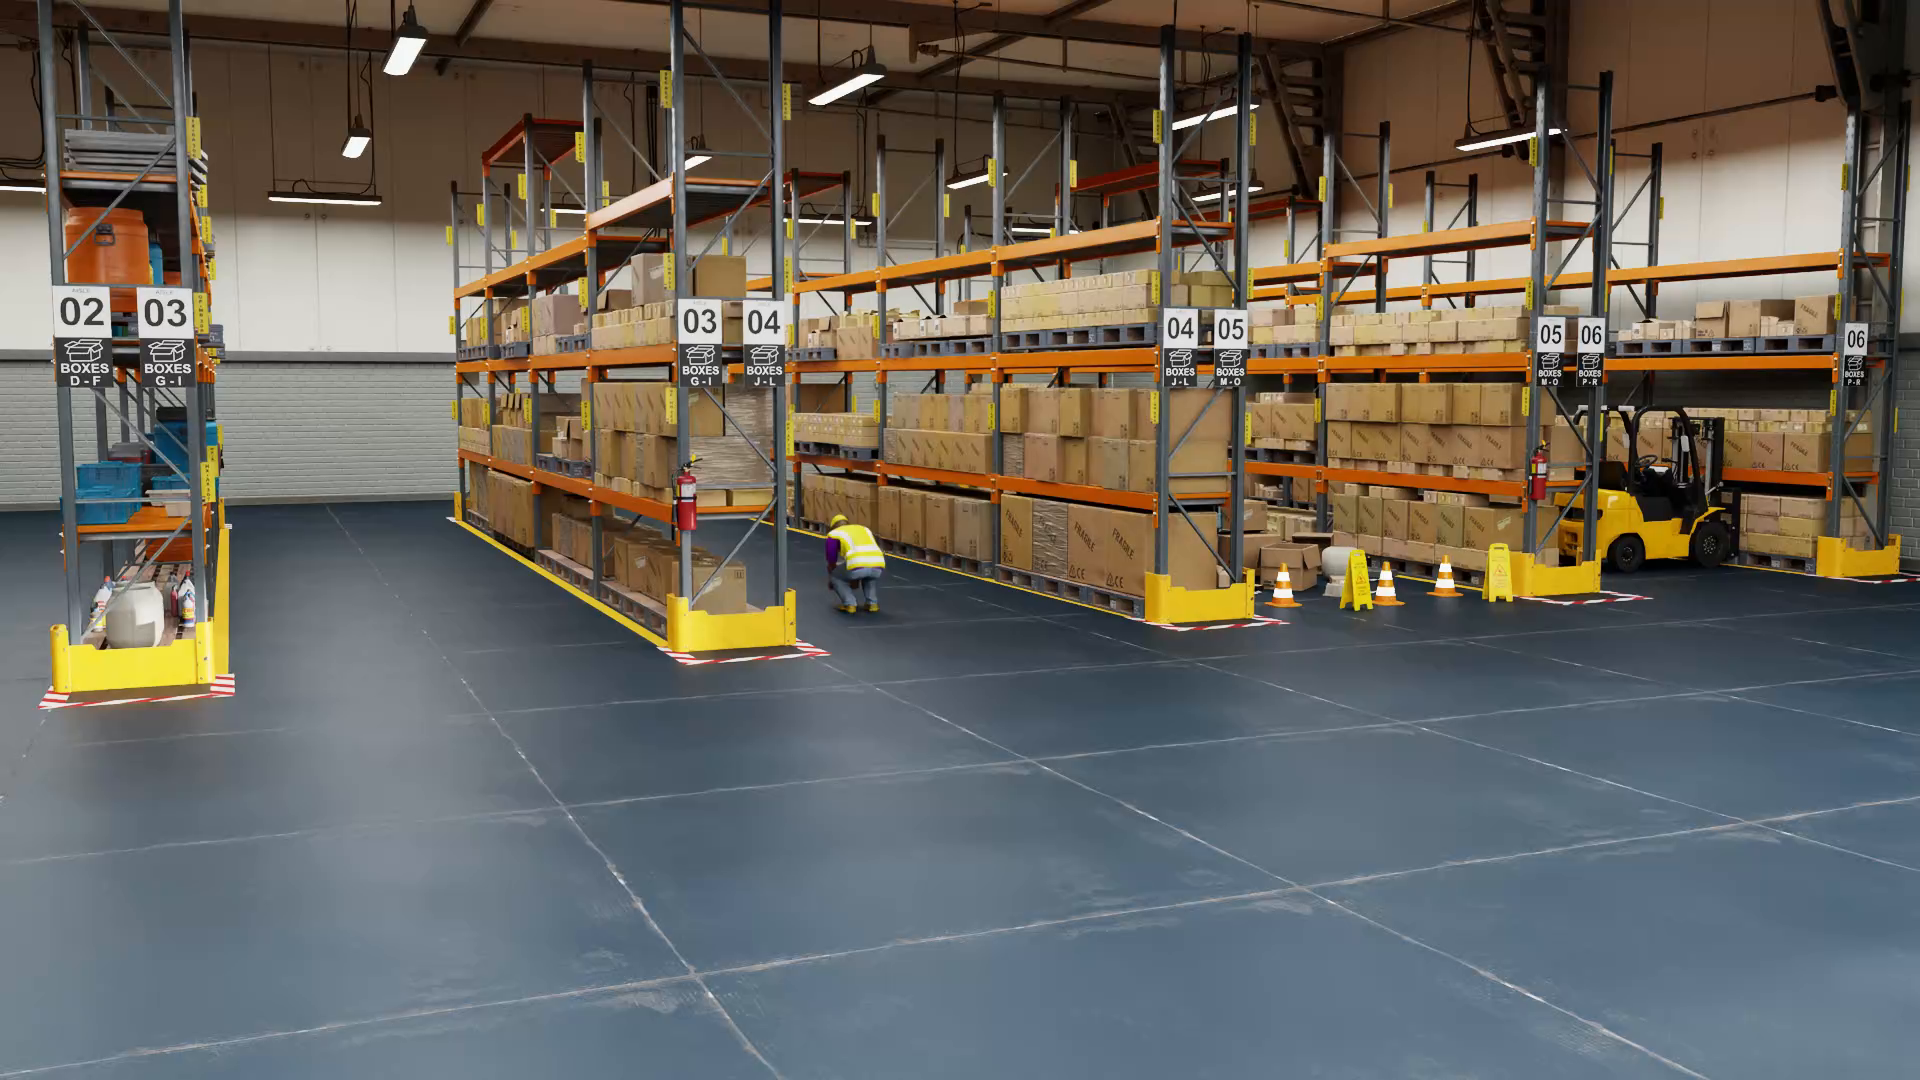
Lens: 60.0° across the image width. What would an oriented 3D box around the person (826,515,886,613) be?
[{"bbox_3d":[-1.169,0.252,18.037,0.537,1.011,0.905,-3,6,-25],"label":"person"}]
